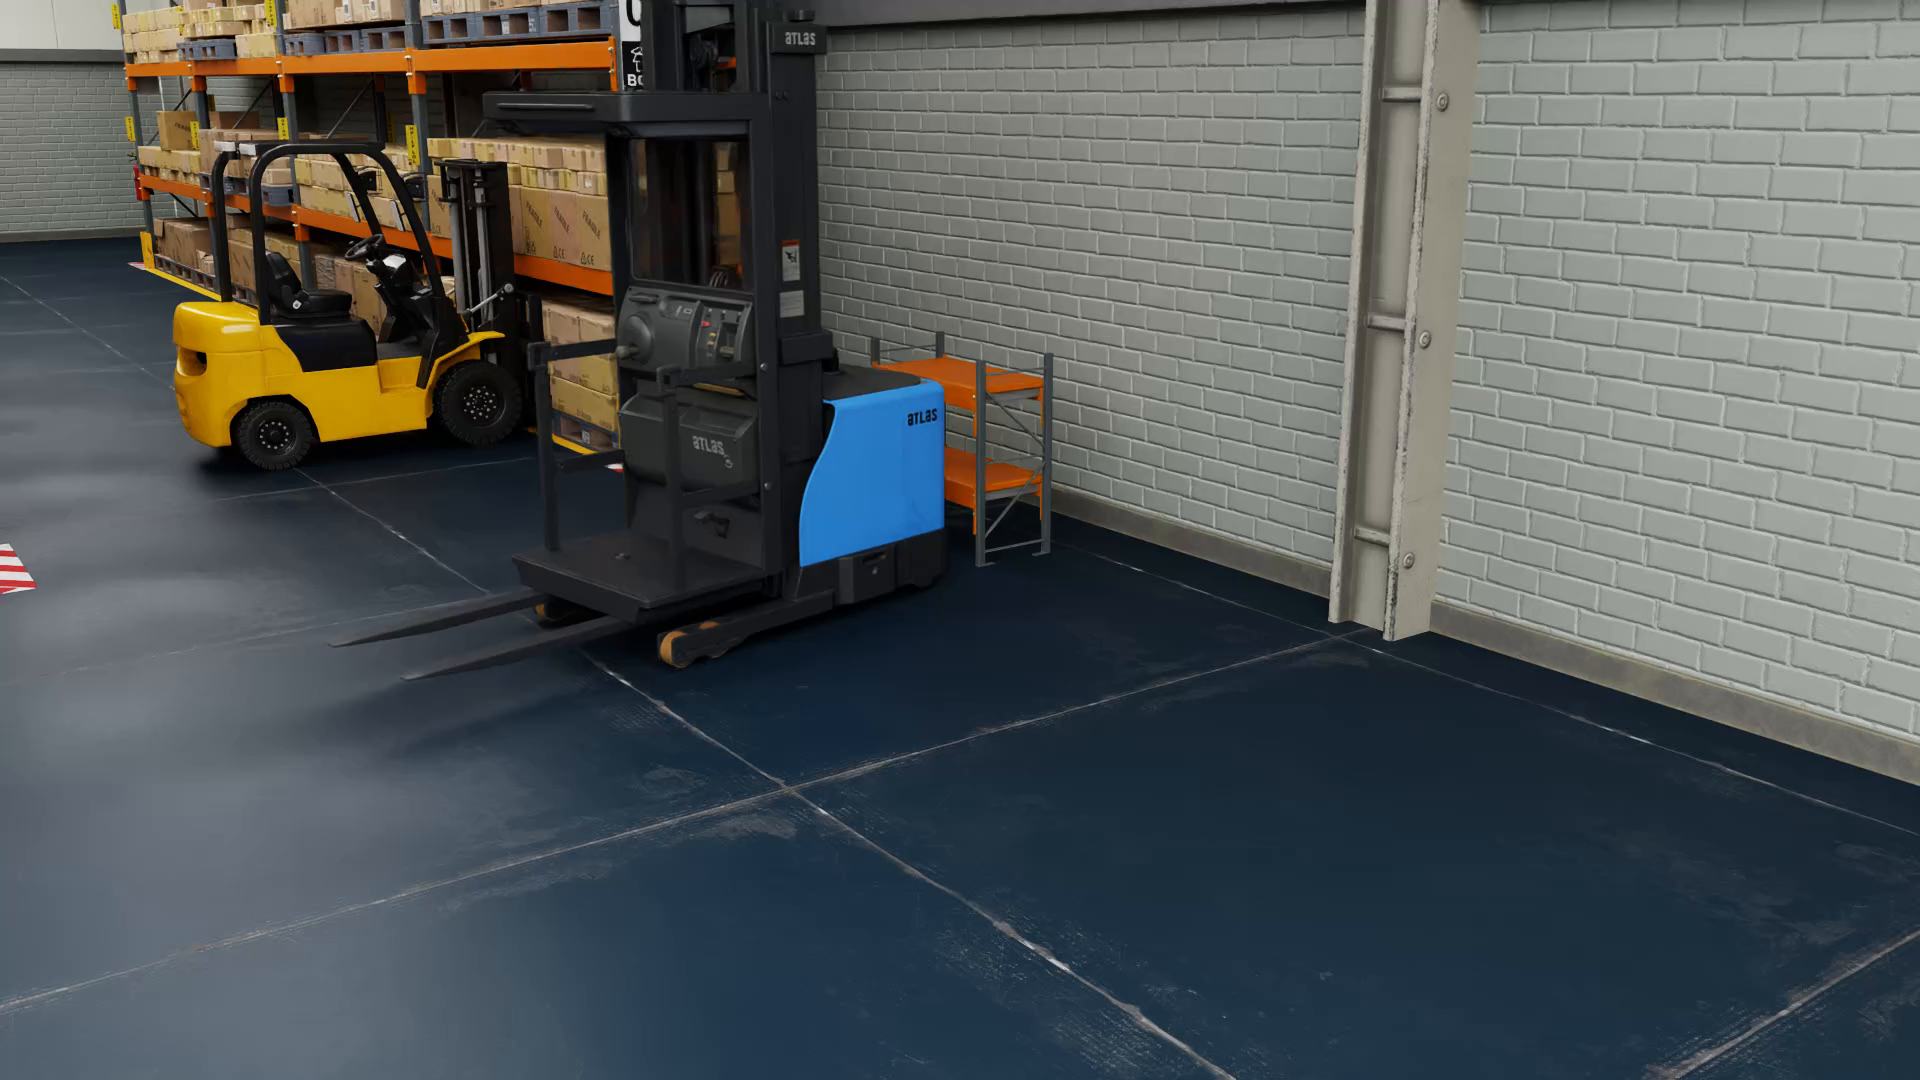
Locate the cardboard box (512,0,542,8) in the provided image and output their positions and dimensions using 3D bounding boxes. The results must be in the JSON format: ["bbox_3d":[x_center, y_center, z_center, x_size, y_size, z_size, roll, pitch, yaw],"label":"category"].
[{"bbox_3d":[-2.787,-4.065,11.889,0.700,0.500,0.500,-11,19,-34],"label":"cardboard box"}]

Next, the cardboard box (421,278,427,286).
[{"bbox_3d":[-4.476,-2.049,15.083,0.875,0.625,0.625,-10,18,-32],"label":"cardboard box"}]

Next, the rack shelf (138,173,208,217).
[{"bbox_3d":[-10.040,-4.671,22.321,1.077,0.370,4.000,-11,19,-35],"label":"rack shelf"}]

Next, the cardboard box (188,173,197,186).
[{"bbox_3d":[-9.599,-4.602,21.185,0.380,0.149,0.250,-10,18,-33],"label":"cardboard box"}]

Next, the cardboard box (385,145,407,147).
[{"bbox_3d":[-5.519,-3.847,16.530,0.380,0.149,0.250,-11,19,-35],"label":"cardboard box"}]

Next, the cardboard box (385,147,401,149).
[{"bbox_3d":[-5.564,-3.669,15.882,0.380,0.149,0.250,-11,19,-35],"label":"cardboard box"}]

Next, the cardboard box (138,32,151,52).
[{"bbox_3d":[-10.570,-6.609,22.079,0.500,0.250,0.500,-12,19,-36],"label":"cardboard box"}]

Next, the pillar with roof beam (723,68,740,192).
[{"bbox_3d":[-4.971,-4.542,9.125,9.100,9.000,0.400,-11,19,-35],"label":"pillar with roof beam"}]

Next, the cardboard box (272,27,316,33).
[{"bbox_3d":[-6.915,-5.341,17.257,0.380,0.149,0.250,-10,18,-33],"label":"cardboard box"}]

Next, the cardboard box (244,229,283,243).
[{"bbox_3d":[-8.311,-3.626,19.852,0.380,0.149,0.250,-11,19,-35],"label":"cardboard box"}]

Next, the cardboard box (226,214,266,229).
[{"bbox_3d":[-8.677,-3.878,20.209,0.380,0.149,0.250,-12,19,-37],"label":"cardboard box"}]

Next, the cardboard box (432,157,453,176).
[{"bbox_3d":[-4.186,-3.134,13.928,0.380,0.149,0.250,-11,19,-35],"label":"cardboard box"}]

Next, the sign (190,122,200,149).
[{"bbox_3d":[-9.298,-4.922,20.238,0.100,0.325,0.005,-11,19,-35],"label":"sign"}]

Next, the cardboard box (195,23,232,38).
[{"bbox_3d":[-8.578,-5.875,19.167,0.380,0.149,0.250,-11,19,-34],"label":"cardboard box"}]

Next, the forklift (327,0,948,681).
[{"bbox_3d":[-1.436,-0.989,7.639,1.130,2.935,3.031,14,21,41],"label":"forklift"}]

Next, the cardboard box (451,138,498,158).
[{"bbox_3d":[-3.972,-3.234,13.727,0.380,0.149,0.250,-11,19,-34],"label":"cardboard box"}]

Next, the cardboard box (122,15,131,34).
[{"bbox_3d":[-11.158,-7.070,22.817,0.500,0.250,0.500,-11,19,-35],"label":"cardboard box"}]

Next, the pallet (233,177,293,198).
[{"bbox_3d":[-7.659,-4.058,19.085,1.003,0.211,1.213,-11,19,-35],"label":"pallet"}]

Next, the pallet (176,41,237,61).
[{"bbox_3d":[-8.537,-5.796,19.746,1.213,0.211,1.003,-11,19,-35],"label":"pallet"}]

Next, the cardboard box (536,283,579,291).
[{"bbox_3d":[-3.118,-1.950,13.537,0.500,0.250,0.500,-11,19,-34],"label":"cardboard box"}]

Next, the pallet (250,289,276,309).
[{"bbox_3d":[-7.634,-2.817,19.468,1.003,0.211,1.213,-11,19,-35],"label":"pallet"}]

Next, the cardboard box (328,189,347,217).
[{"bbox_3d":[-5.849,-3.314,16.287,0.500,0.250,0.500,-12,19,-36],"label":"cardboard box"}]

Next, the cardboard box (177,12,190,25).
[{"bbox_3d":[-9.043,-6.178,19.714,0.380,0.149,0.250,-10,18,-33],"label":"cardboard box"}]

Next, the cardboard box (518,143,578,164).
[{"bbox_3d":[-3.096,-2.903,12.519,0.380,0.149,0.250,-11,19,-34],"label":"cardboard box"}]

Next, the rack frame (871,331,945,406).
[{"bbox_3d":[-0.303,-0.653,9.829,0.500,1.125,0.032,-11,19,-35],"label":"rack frame"}]

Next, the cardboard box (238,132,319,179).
[{"bbox_3d":[-7.621,-4.309,18.645,0.797,0.503,0.637,-11,19,-36],"label":"cardboard box"}]

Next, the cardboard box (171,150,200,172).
[{"bbox_3d":[-9.950,-4.946,21.685,0.500,0.250,0.500,-11,19,-35],"label":"cardboard box"}]

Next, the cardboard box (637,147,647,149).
[{"bbox_3d":[-2.126,-2.753,11.970,0.380,0.149,0.250,-10,18,-33],"label":"cardboard box"}]

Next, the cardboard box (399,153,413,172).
[{"bbox_3d":[-4.707,-3.334,14.657,0.380,0.149,0.250,-11,19,-35],"label":"cardboard box"}]

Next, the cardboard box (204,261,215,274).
[{"bbox_3d":[-9.429,-3.491,21.255,0.380,0.149,0.250,-12,19,-36],"label":"cardboard box"}]

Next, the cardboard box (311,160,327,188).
[{"bbox_3d":[-6.155,-3.665,16.623,0.500,0.250,0.500,-10,18,-33],"label":"cardboard box"}]

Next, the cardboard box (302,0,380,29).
[{"bbox_3d":[-5.906,-5.197,16.027,0.700,0.500,0.500,-11,19,-36],"label":"cardboard box"}]

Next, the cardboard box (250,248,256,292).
[{"bbox_3d":[-7.851,-3.118,19.226,0.500,0.500,0.500,-12,19,-37],"label":"cardboard box"}]

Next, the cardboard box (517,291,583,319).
[{"bbox_3d":[-3.233,-1.760,12.844,0.500,0.250,0.500,-11,19,-36],"label":"cardboard box"}]

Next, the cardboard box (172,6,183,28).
[{"bbox_3d":[-9.355,-6.420,20.442,0.500,0.250,0.500,-11,19,-34],"label":"cardboard box"}]

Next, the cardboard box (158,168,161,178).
[{"bbox_3d":[-10.776,-5.049,22.818,0.380,0.149,0.250,-10,18,-33],"label":"cardboard box"}]

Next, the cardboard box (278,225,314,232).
[{"bbox_3d":[-8.106,-3.760,20.344,0.380,0.149,0.250,-11,19,-34],"label":"cardboard box"}]

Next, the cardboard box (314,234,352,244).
[{"bbox_3d":[-7.190,-3.428,19.130,0.380,0.149,0.250,-11,19,-36],"label":"cardboard box"}]

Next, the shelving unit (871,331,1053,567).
[{"bbox_3d":[-0.004,-0.544,9.433,0.538,1.125,1.048,-11,19,-35],"label":"shelving unit"}]

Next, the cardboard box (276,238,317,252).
[{"bbox_3d":[-7.431,-3.292,18.634,0.380,0.149,0.250,-10,18,-33],"label":"cardboard box"}]

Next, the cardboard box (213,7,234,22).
[{"bbox_3d":[-8.090,-5.859,18.545,0.380,0.149,0.250,-11,19,-34],"label":"cardboard box"}]

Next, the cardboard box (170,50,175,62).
[{"bbox_3d":[-9.747,-6.112,21.018,0.380,0.149,0.250,-11,19,-35],"label":"cardboard box"}]

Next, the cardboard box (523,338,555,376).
[{"bbox_3d":[-2.954,-1.417,12.536,0.500,0.250,0.500,-11,19,-36],"label":"cardboard box"}]

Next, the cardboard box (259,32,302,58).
[{"bbox_3d":[-7.010,-5.183,17.432,0.500,0.250,0.500,-12,19,-36],"label":"cardboard box"}]

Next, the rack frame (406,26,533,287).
[{"bbox_3d":[-4.160,-2.882,14.425,1.000,3.000,0.127,-11,19,-35],"label":"rack frame"}]

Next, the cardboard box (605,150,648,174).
[{"bbox_3d":[-2.189,-2.576,11.326,0.380,0.149,0.250,-11,19,-34],"label":"cardboard box"}]

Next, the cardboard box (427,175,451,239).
[{"bbox_3d":[-4.110,-2.795,13.917,0.500,0.500,0.500,-12,19,-36],"label":"cardboard box"}]

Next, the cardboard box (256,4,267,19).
[{"bbox_3d":[-7.220,-5.596,17.621,0.380,0.149,0.250,-12,19,-36],"label":"cardboard box"}]

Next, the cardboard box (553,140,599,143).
[{"bbox_3d":[-3.001,-3.087,13.191,0.380,0.149,0.250,-11,19,-35],"label":"cardboard box"}]

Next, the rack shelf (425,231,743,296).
[{"bbox_3d":[-2.984,-2.108,12.959,1.077,0.370,4.000,-11,19,-35],"label":"rack shelf"}]

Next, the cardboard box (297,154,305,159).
[{"bbox_3d":[-6.563,-3.984,17.031,0.380,0.149,0.250,-10,18,-33],"label":"cardboard box"}]

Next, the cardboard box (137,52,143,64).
[{"bbox_3d":[-10.841,-6.488,22.391,0.380,0.149,0.250,-10,18,-33],"label":"cardboard box"}]

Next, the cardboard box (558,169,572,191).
[{"bbox_3d":[-2.653,-2.589,11.936,0.380,0.149,0.250,-11,19,-35],"label":"cardboard box"}]
